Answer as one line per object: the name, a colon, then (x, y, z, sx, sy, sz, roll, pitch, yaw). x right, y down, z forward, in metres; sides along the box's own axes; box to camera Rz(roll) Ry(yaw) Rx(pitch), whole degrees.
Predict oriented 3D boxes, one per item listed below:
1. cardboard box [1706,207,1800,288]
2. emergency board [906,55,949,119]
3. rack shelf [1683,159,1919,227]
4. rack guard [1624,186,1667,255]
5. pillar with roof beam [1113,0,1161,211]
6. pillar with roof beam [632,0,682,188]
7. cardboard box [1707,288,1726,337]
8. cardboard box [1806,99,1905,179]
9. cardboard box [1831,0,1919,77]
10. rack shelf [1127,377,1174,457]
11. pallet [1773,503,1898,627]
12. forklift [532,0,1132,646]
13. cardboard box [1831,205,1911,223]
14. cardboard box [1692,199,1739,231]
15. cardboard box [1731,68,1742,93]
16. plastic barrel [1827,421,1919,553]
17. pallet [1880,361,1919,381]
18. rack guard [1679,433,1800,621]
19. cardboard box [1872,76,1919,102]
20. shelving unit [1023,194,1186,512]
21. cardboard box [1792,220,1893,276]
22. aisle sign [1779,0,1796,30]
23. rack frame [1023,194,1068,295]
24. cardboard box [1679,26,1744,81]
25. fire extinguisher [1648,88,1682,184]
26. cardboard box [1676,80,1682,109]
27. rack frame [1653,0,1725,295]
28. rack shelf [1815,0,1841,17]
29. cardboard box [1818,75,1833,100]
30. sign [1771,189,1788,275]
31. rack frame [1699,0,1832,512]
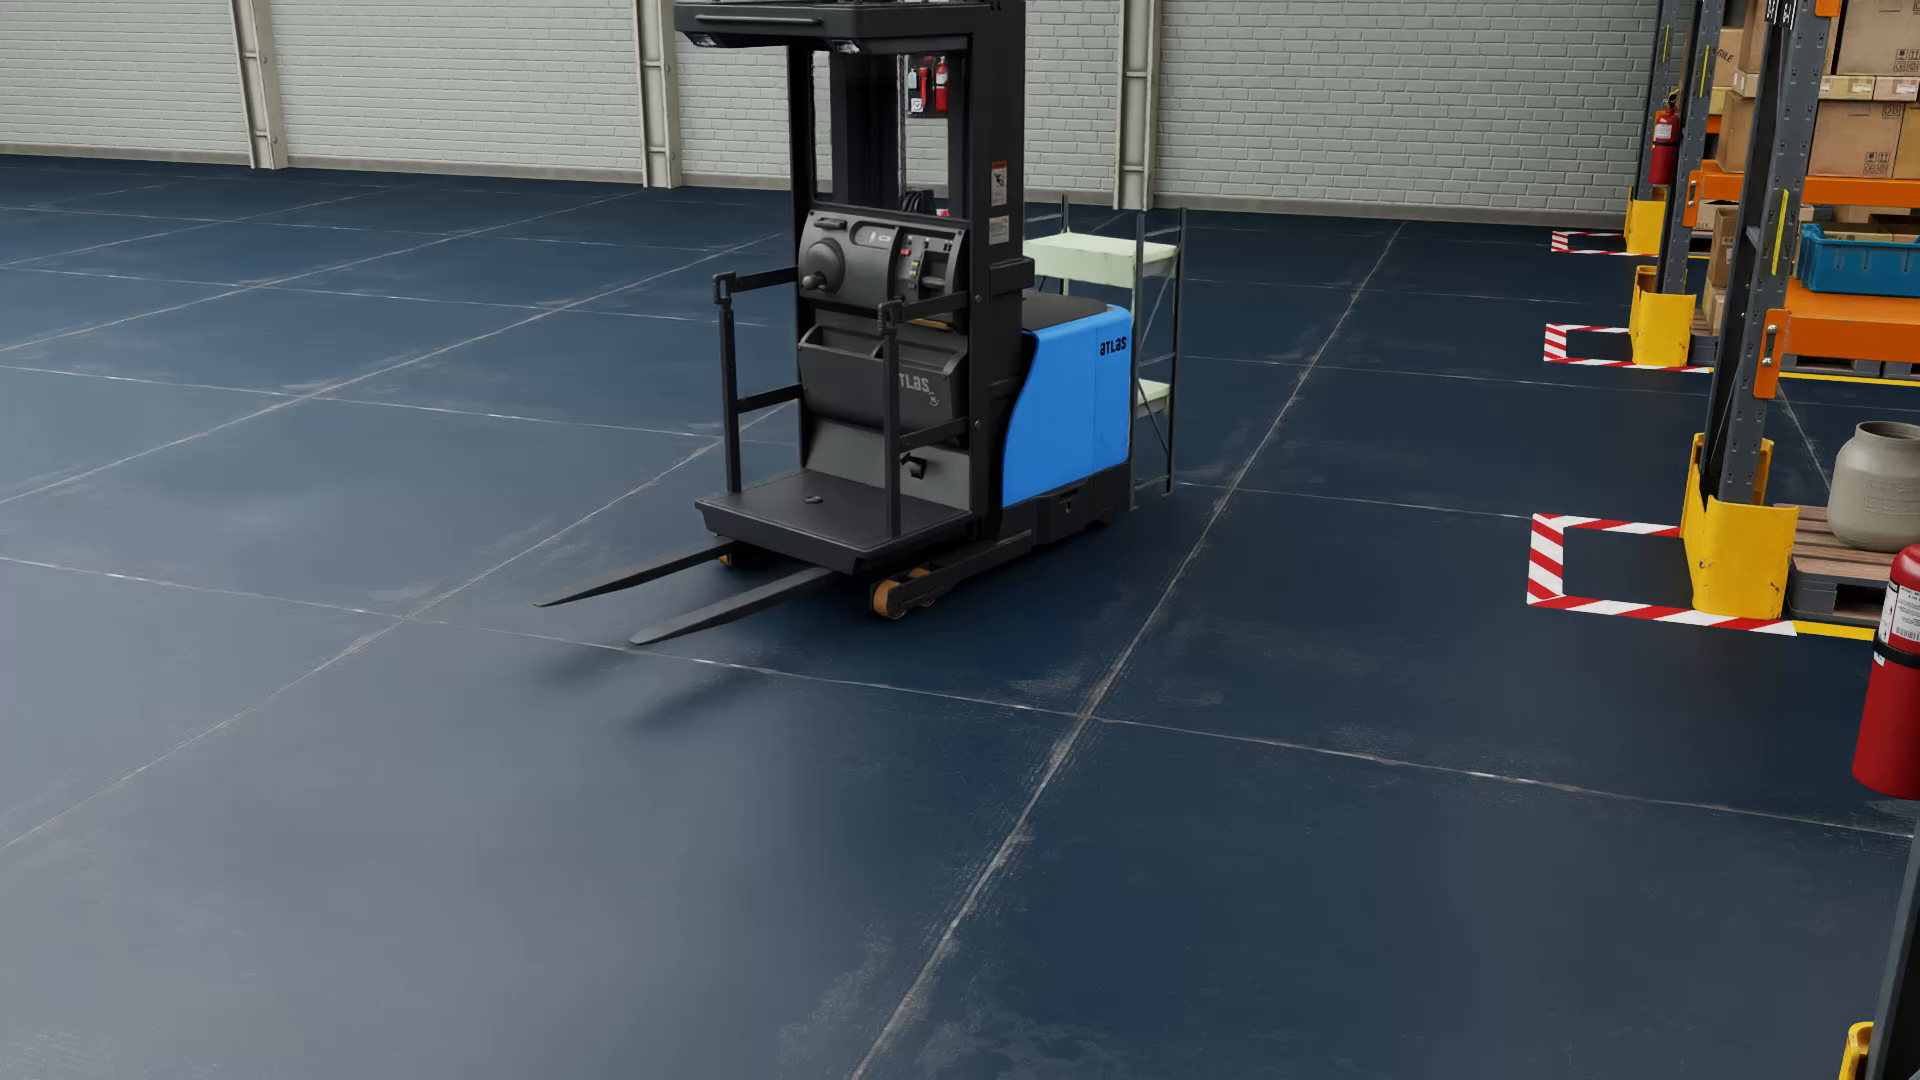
cardboard box: (5.672, -2.089, 11.911, 0.500, 0.500, 0.500, 7, 20, 18)
emergency board: (-0.355, -5.461, 19.186, 0.643, 1.169, 0.194, 7, 20, 18)
rack shelf: (6.957, -2.244, 11.051, 4.000, 0.370, 1.077, 7, 20, 18)
rack guard: (6.761, -3.152, 16.360, 0.348, 0.500, 1.175, 7, 20, 18)
pillar with roof beam: (0.554, -6.677, 13.558, 0.400, 9.000, 9.100, 7, 20, 18)
pillar with roof beam: (-5.114, -7.325, 15.418, 0.400, 9.000, 9.100, 7, 20, 18)
cardboard box: (5.501, -1.573, 11.571, 0.500, 0.250, 0.500, 7, 20, 18)
cardboard box: (6.002, -2.738, 11.221, 0.500, 0.500, 0.700, 7, 20, 19)
cardboard box: (6.053, -3.345, 10.992, 0.500, 0.500, 0.700, 6, 20, 17)
rack shelf: (0.709, -0.676, 8.724, 0.720, 0.370, 0.431, 16, 24, 38)
pallet: (4.291, 0.139, 7.356, 1.213, 0.211, 1.003, 7, 20, 18)
forklift: (-0.487, -1.231, 7.154, 1.130, 2.935, 3.031, 16, 25, 38)
cardboard box: (8.529, -3.109, 15.568, 0.500, 0.500, 0.700, 5, 20, 15)
cardboard box: (7.313, -3.176, 16.047, 0.500, 0.311, 0.500, 4, 20, 12)
cardboard box: (5.491, -3.172, 11.481, 0.250, 0.149, 0.380, 6, 20, 17)
plastic barrel: (4.085, -0.237, 7.340, 0.421, 0.512, 0.421, 0, 19, 0)
pallet: (6.952, -1.282, 11.432, 1.213, 0.211, 1.003, 7, 20, 18)
rack guard: (3.525, -0.087, 7.565, 0.348, 0.500, 1.175, 7, 20, 18)
cardboard box: (6.090, -2.961, 10.877, 0.250, 0.149, 0.380, 6, 20, 17)
shelving unit: (0.710, -0.984, 8.617, 0.755, 1.500, 0.431, 16, 24, 38)
cardboard box: (5.974, -1.874, 11.294, 0.500, 0.500, 0.500, 7, 20, 18)
aisle sign: (3.274, -2.405, 6.468, 0.004, 0.787, 0.394, 7, 20, 18)
rack frame: (0.431, -1.062, 8.841, 0.023, 1.500, 0.400, 16, 24, 38)
cardboard box: (7.204, -4.649, 15.913, 0.500, 0.500, 0.500, 6, 20, 17)
fire extinguisher: (5.108, -2.921, 12.016, 0.183, 0.674, 0.296, 7, 20, 18)
cardboard box: (7.195, -4.289, 16.021, 0.500, 0.250, 0.500, 7, 20, 19)
rack frame: (5.067, -2.800, 11.552, 0.127, 3.000, 1.000, 7, 20, 18)
rack shelf: (5.327, -2.121, 6.140, 4.000, 0.370, 1.077, 7, 20, 18)
cardboard box: (5.618, -3.017, 11.036, 0.250, 0.149, 0.380, 6, 20, 17)
sign: (3.254, -1.221, 6.600, 0.005, 0.325, 0.100, 7, 20, 18)
rack frame: (3.438, -1.260, 7.135, 0.127, 3.000, 1.000, 7, 20, 18)
